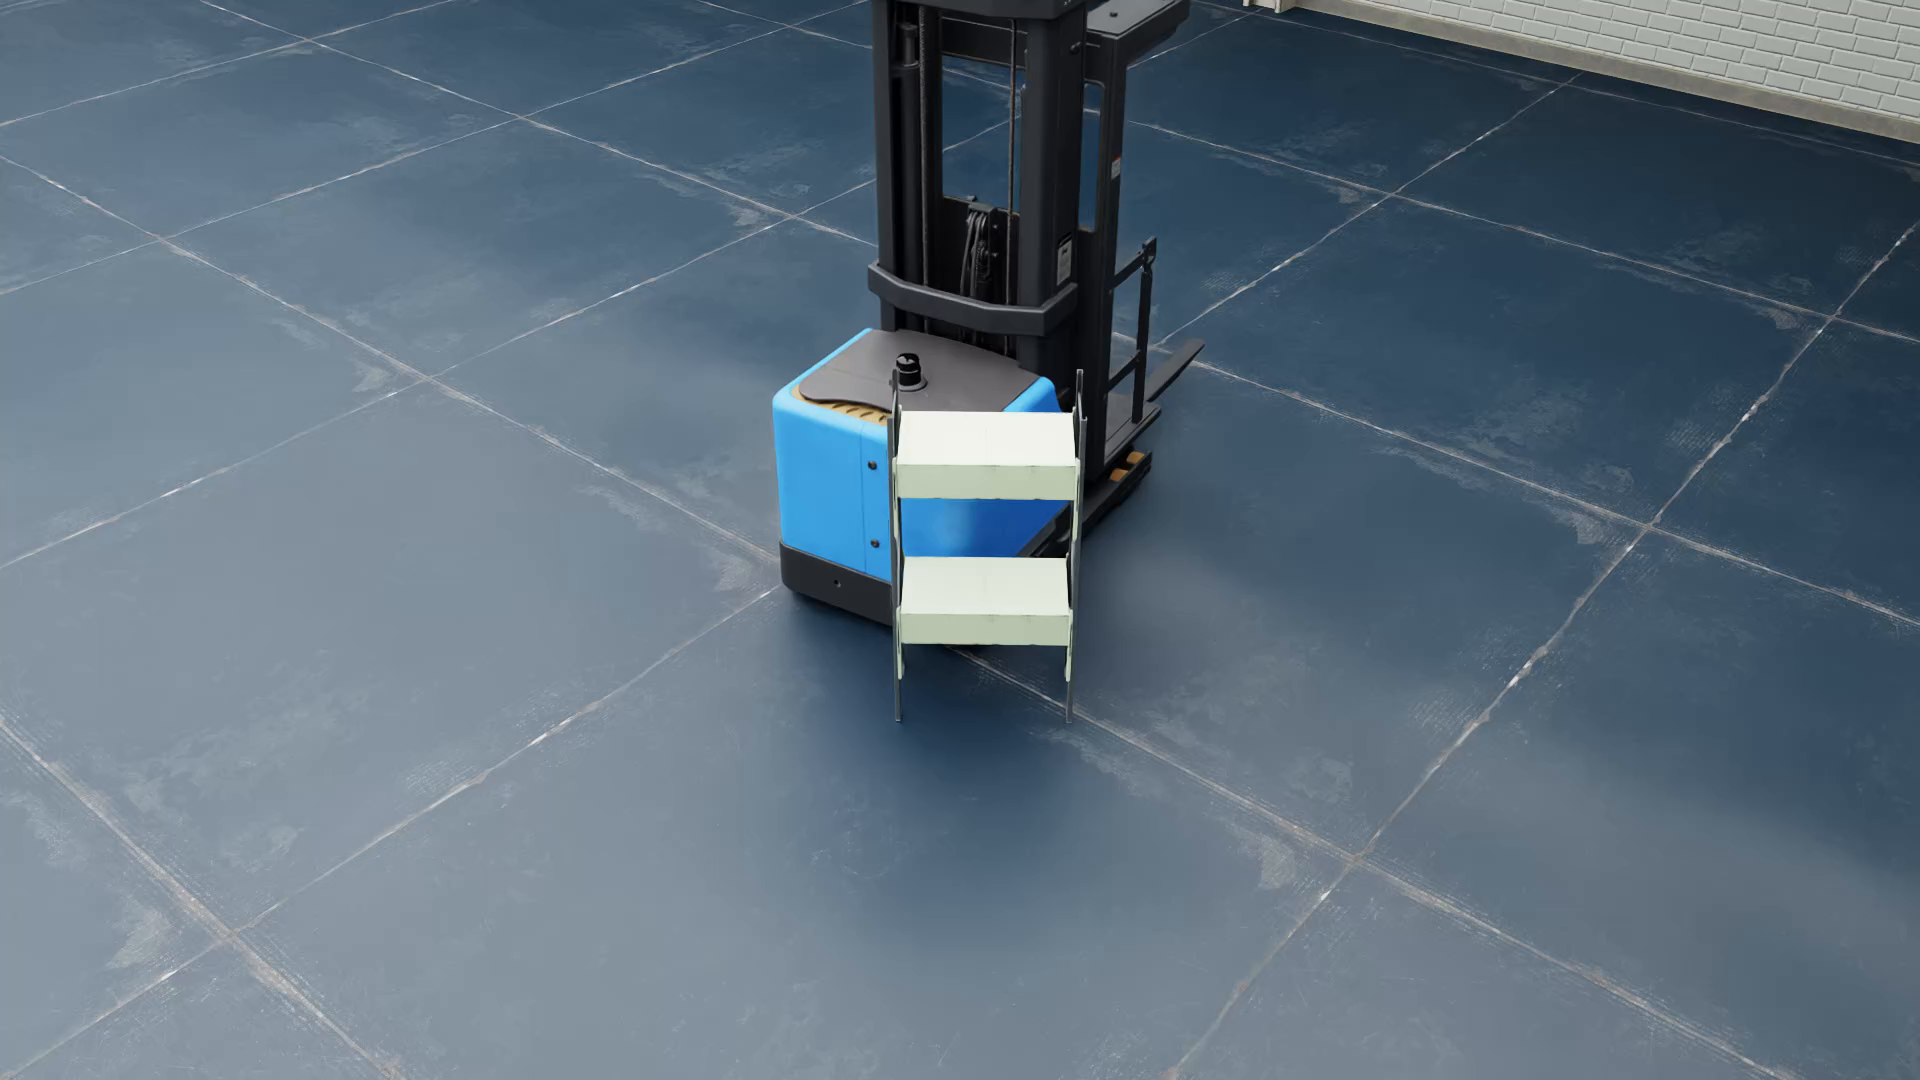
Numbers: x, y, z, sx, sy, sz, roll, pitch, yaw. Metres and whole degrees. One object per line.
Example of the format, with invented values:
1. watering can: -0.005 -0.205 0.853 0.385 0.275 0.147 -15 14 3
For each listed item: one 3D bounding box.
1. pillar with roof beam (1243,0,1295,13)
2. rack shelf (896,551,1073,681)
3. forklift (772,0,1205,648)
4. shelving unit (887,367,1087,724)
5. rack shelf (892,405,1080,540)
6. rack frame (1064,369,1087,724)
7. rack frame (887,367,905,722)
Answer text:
1. pillar with roof beam: 0.135 -6.826 10.241 0.400 9.000 9.100 25 42 32
2. rack shelf: 0.105 0.320 7.036 0.720 0.370 0.431 1 34 1
3. forklift: 0.345 -1.532 7.892 1.130 2.935 3.031 19 39 25
4. shelving unit: 0.105 0.051 6.851 0.755 1.500 0.431 1 34 1
5. rack shelf: 0.105 -0.271 6.630 0.720 0.370 0.431 1 34 1
6. rack frame: 0.471 0.055 6.845 0.023 1.500 0.400 1 34 1
7. rack frame: -0.261 0.047 6.857 0.023 1.500 0.400 1 34 1
